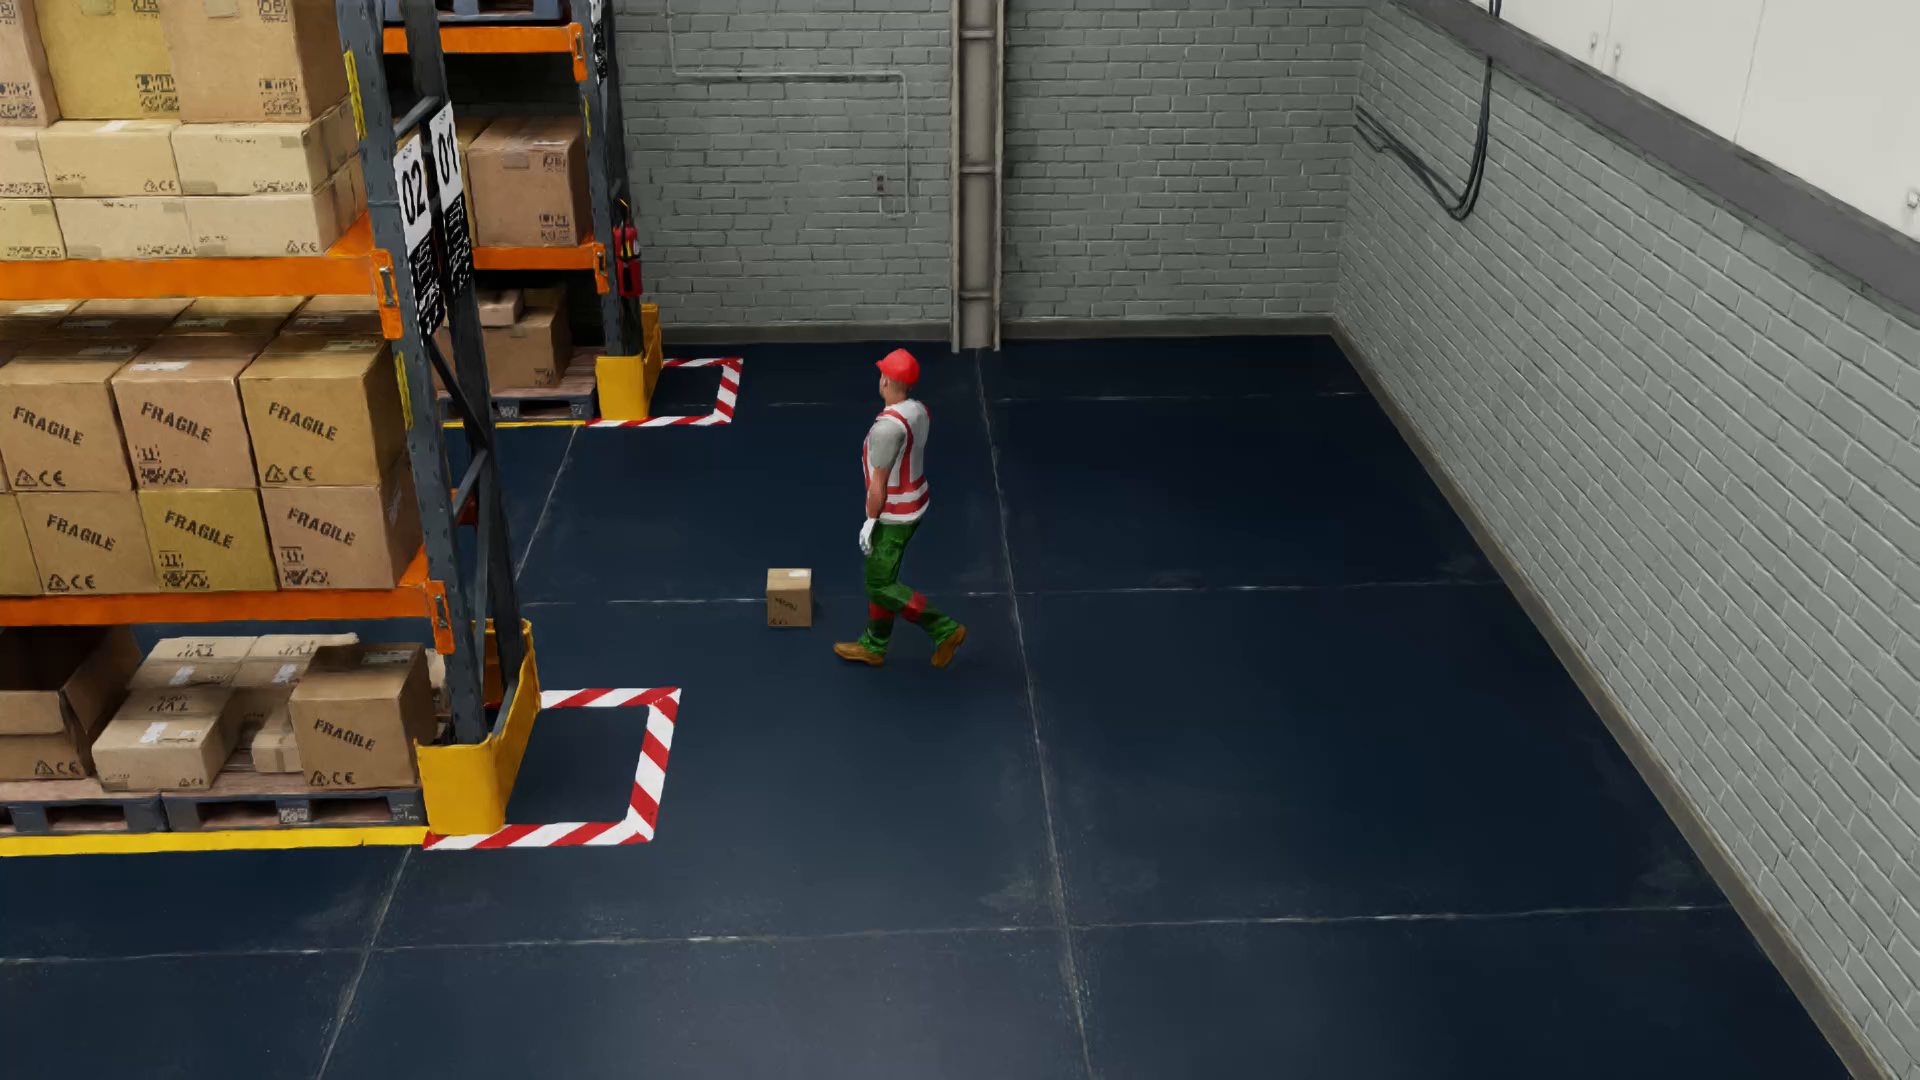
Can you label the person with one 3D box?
[{"bbox_3d":[-0.247,-0.164,8.871,0.597,1.701,0.572,8,28,14],"label":"person"}]
